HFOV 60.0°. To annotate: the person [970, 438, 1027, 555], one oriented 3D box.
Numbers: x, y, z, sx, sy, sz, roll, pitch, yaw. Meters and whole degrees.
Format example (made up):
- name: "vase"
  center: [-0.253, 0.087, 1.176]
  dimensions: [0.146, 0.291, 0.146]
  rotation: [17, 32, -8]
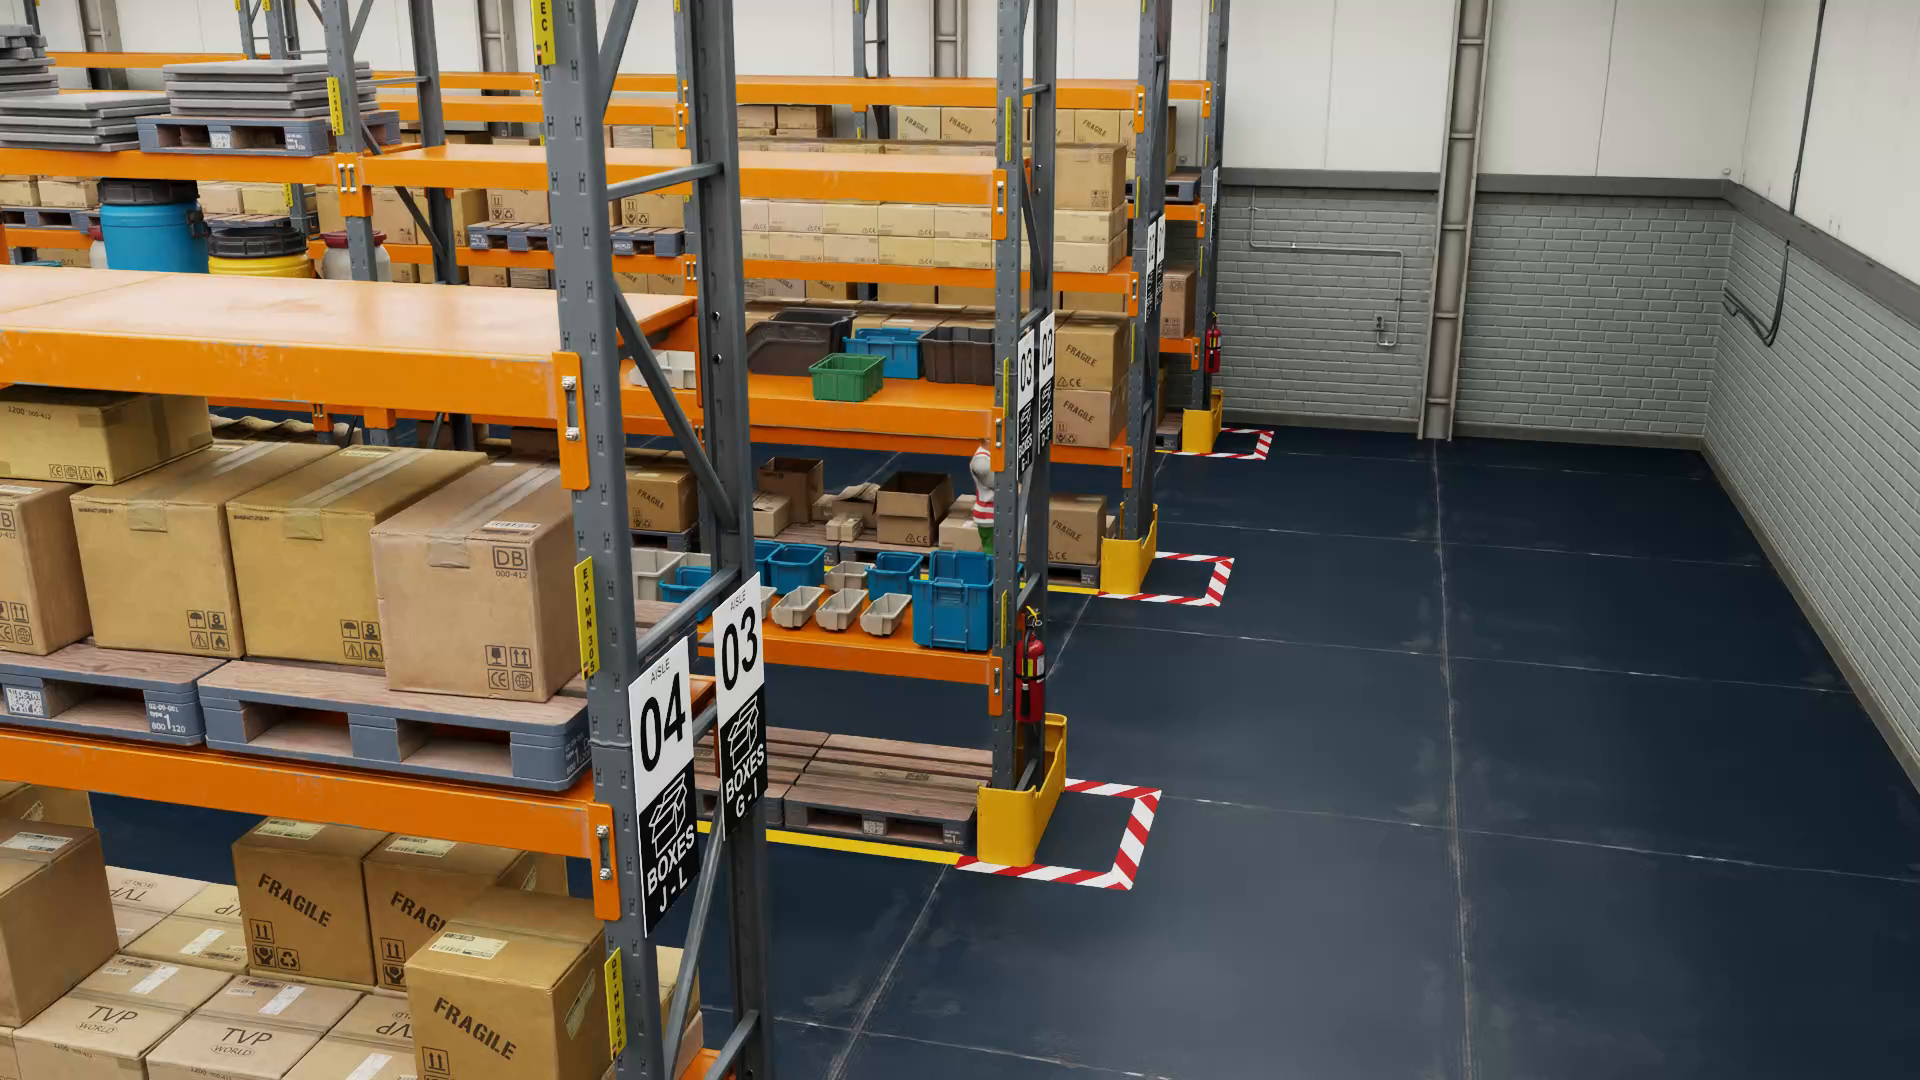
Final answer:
- name: "person"
  center: [0.382, -0.147, 13.693]
  dimensions: [0.563, 1.783, 0.494]
  rotation: [5, 19, 14]
